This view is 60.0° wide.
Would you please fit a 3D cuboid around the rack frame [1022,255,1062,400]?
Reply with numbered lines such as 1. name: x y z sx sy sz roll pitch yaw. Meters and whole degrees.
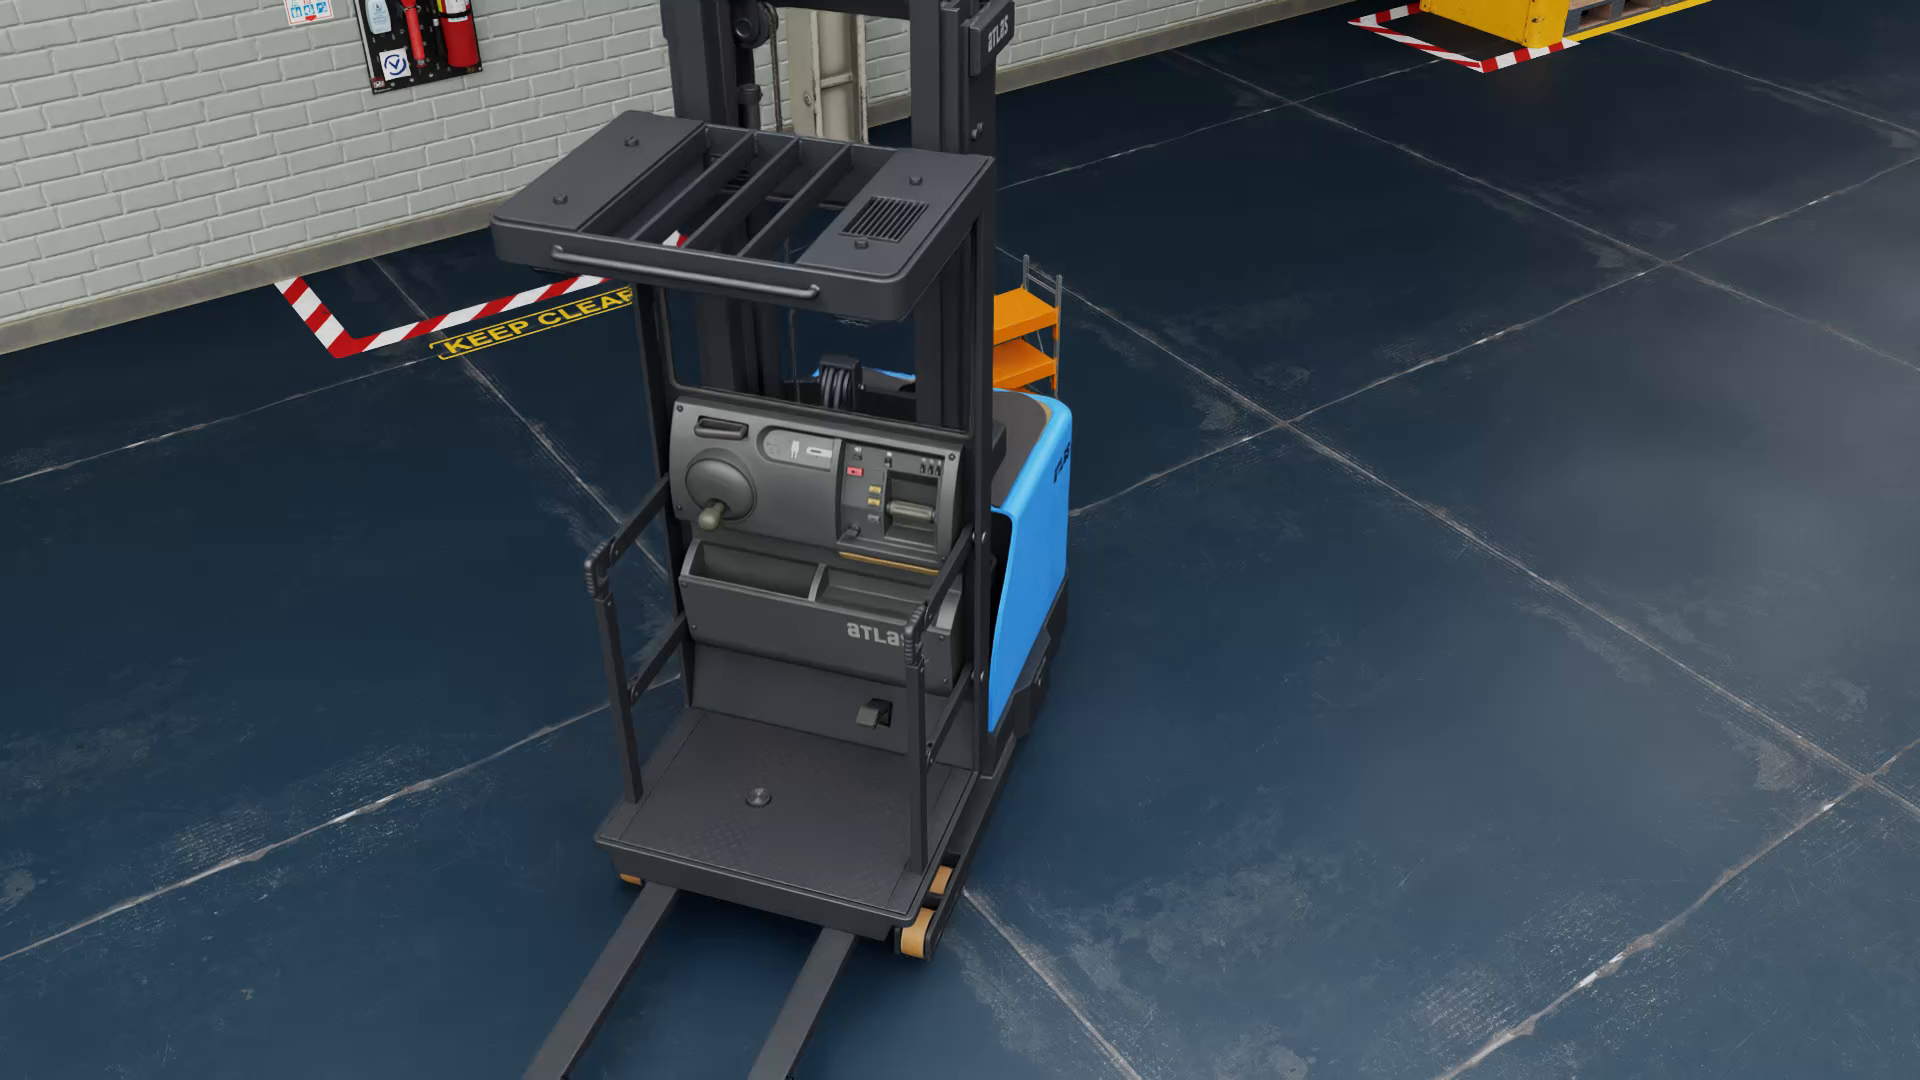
1. rack frame: 0.335 -0.625 7.091 0.015 1.200 0.240 -22 41 -28

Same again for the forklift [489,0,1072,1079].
1. forklift: -0.515 -0.108 4.890 1.130 2.935 3.031 11 37 15

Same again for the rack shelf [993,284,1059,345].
1. rack shelf: 0.135 -0.862 6.748 0.480 0.148 0.258 -22 41 -28

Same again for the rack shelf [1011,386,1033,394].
1. rack shelf: 0.135 -0.488 7.016 0.480 0.148 0.258 -22 41 -28

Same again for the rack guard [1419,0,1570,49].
1. rack guard: 4.054 -4.161 12.607 0.348 0.500 1.175 -22 41 -28

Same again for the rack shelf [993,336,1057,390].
1. rack shelf: 0.135 -0.670 6.886 0.480 0.148 0.258 -22 41 -28

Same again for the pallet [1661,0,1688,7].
1. pallet: 5.734 -4.708 13.615 1.213 0.211 1.003 -22 41 -28

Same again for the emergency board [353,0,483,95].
1. emergency board: -2.881 -2.967 8.807 0.643 1.169 0.194 -22 41 -28

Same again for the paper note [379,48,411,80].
1. paper note: -3.065 -2.583 9.027 0.142 0.148 0.016 -22 41 -28

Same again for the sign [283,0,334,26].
1. sign: -3.392 -2.845 8.606 0.234 0.329 0.001 -22 41 -28

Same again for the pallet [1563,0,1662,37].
1. pallet: 4.738 -4.300 13.048 1.213 0.211 1.003 -22 41 -28

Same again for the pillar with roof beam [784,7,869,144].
1. pillar with roof beam: 1.641 -4.161 5.329 0.400 9.000 9.100 -22 41 -28

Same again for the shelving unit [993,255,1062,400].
1. shelving unit: 0.135 -0.543 6.977 0.503 1.200 0.258 -22 41 -28
